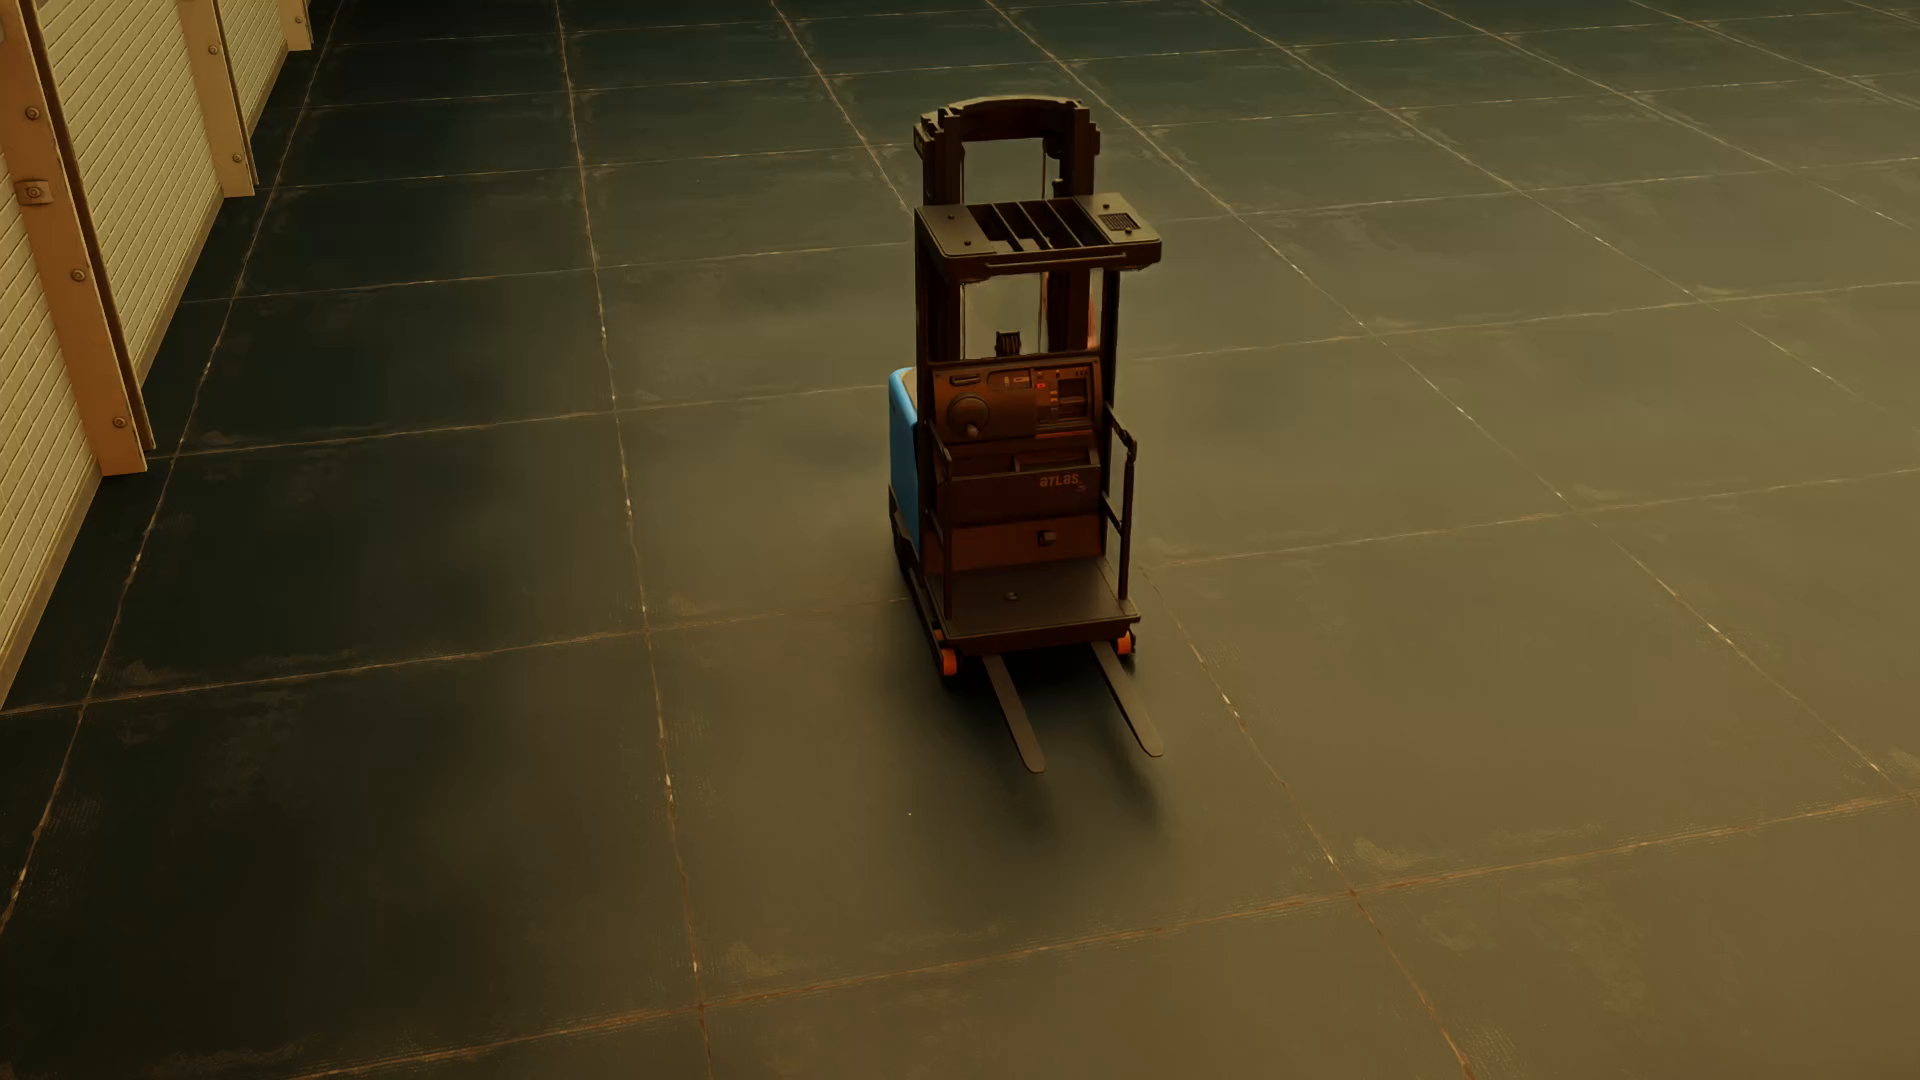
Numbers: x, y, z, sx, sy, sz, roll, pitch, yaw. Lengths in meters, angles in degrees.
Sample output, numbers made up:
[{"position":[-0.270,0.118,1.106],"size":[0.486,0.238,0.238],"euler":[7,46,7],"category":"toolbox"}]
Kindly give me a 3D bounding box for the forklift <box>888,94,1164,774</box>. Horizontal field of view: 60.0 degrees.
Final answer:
[{"position":[0.361,-0.718,8.814],"size":[1.130,2.935,3.031],"euler":[-6,31,-11],"category":"forklift"}]

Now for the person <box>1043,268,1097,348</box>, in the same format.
[{"position":[0.789,-1.806,12.059],"size":[0.495,1.589,0.838],"euler":[-4,30,-6],"category":"person"}]
